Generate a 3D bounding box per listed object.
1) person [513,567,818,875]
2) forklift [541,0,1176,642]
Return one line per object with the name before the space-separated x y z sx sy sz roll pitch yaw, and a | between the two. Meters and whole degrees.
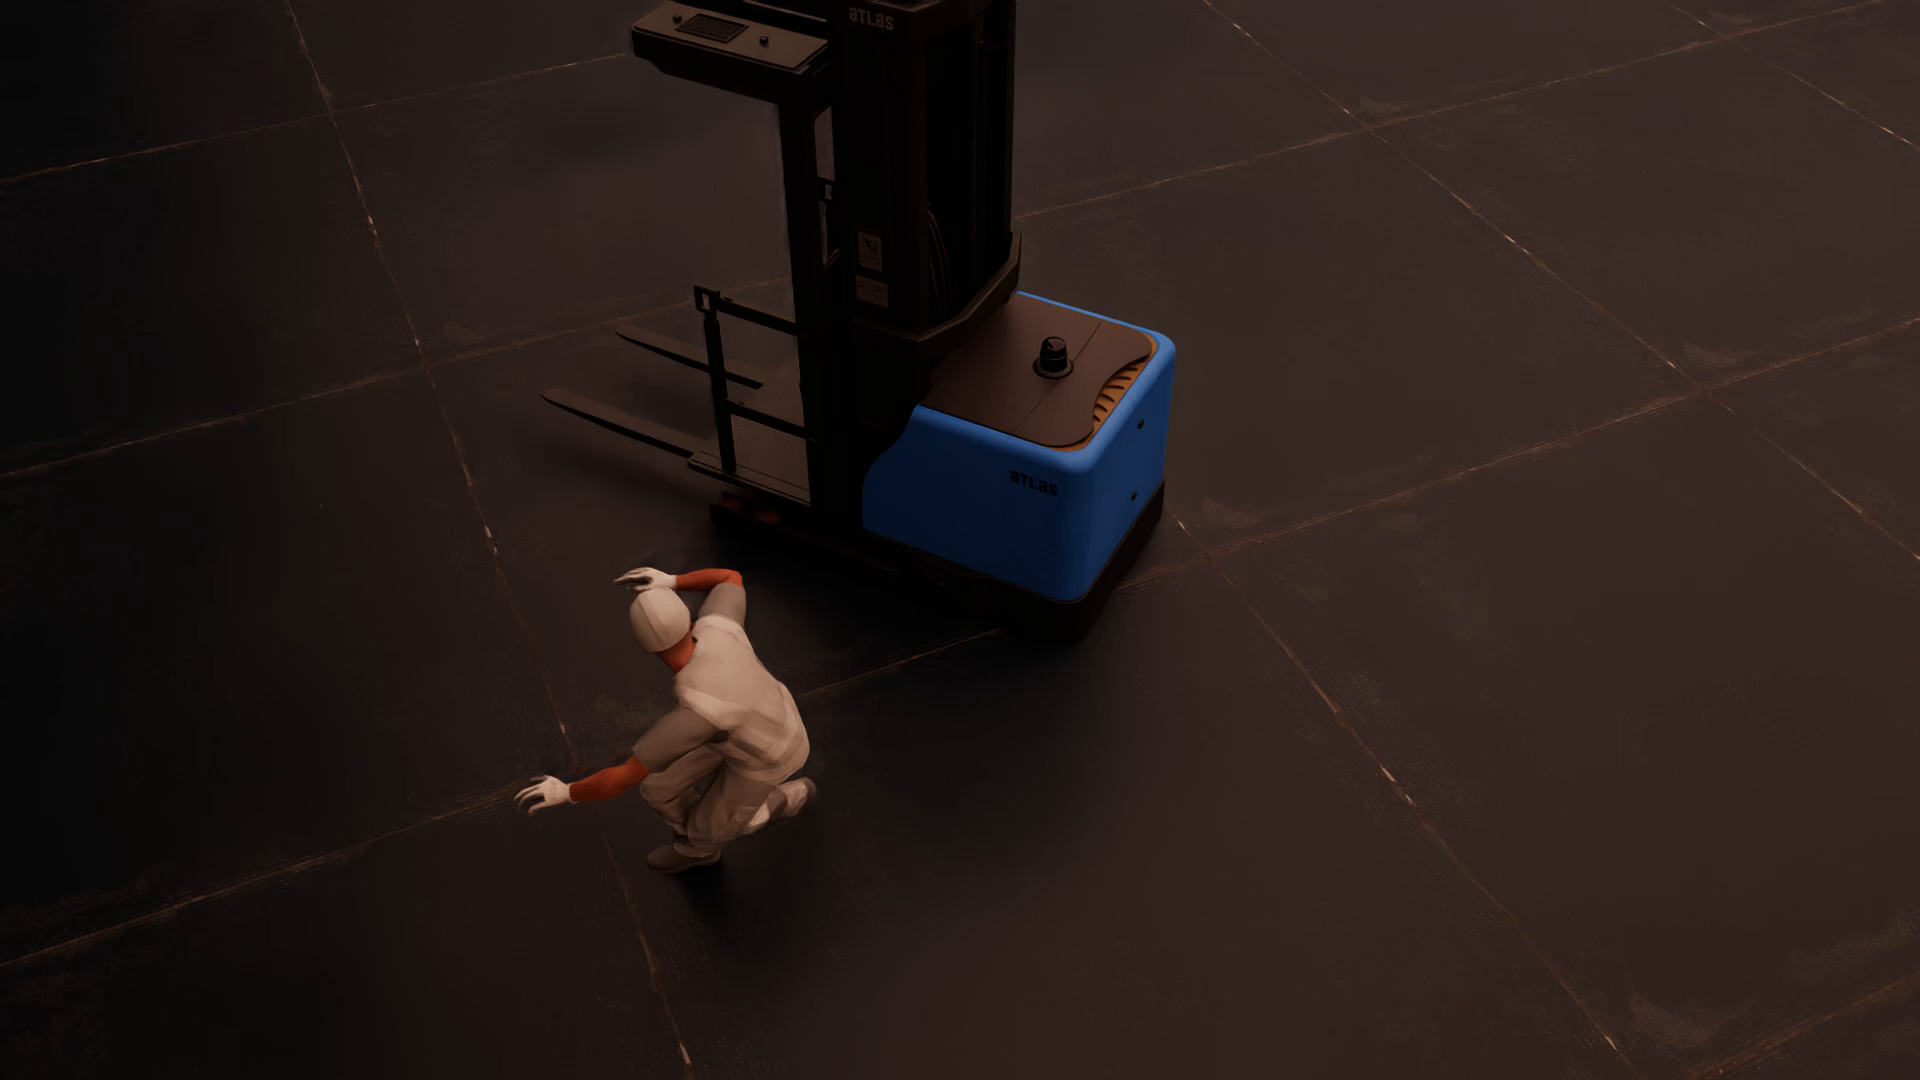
person | -1.078 0.695 6.001 1.092 1.489 0.812 -14 45 -14
forklift | -0.595 -1.348 7.124 3.031 2.935 1.130 20 47 20
